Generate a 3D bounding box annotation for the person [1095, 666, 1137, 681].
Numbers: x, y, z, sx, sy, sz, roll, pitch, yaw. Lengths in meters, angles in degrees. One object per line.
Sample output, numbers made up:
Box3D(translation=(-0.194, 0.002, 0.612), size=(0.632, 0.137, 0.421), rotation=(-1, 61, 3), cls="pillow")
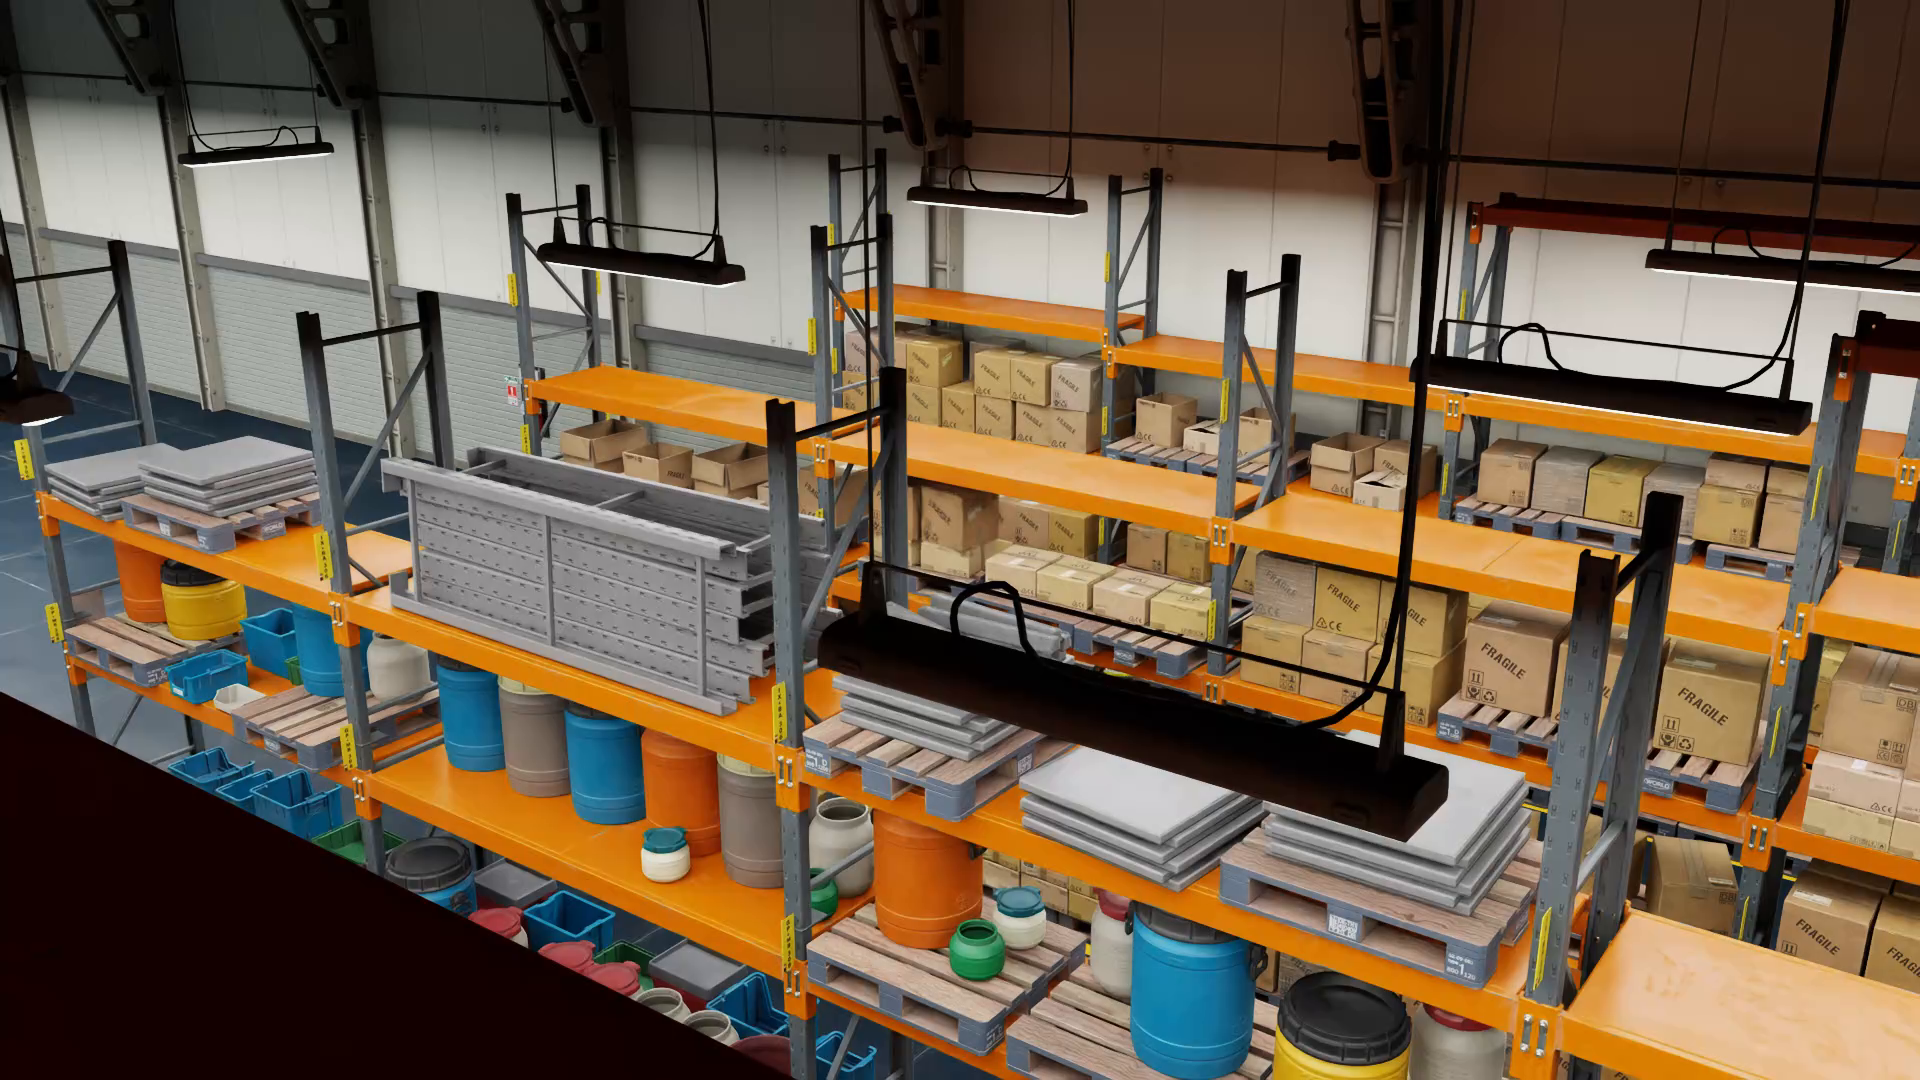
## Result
Box3D(translation=(1.698, 1.410, 18.155), size=(1.056, 1.724, 0.622), rotation=(7, 20, 20), cls="person")
